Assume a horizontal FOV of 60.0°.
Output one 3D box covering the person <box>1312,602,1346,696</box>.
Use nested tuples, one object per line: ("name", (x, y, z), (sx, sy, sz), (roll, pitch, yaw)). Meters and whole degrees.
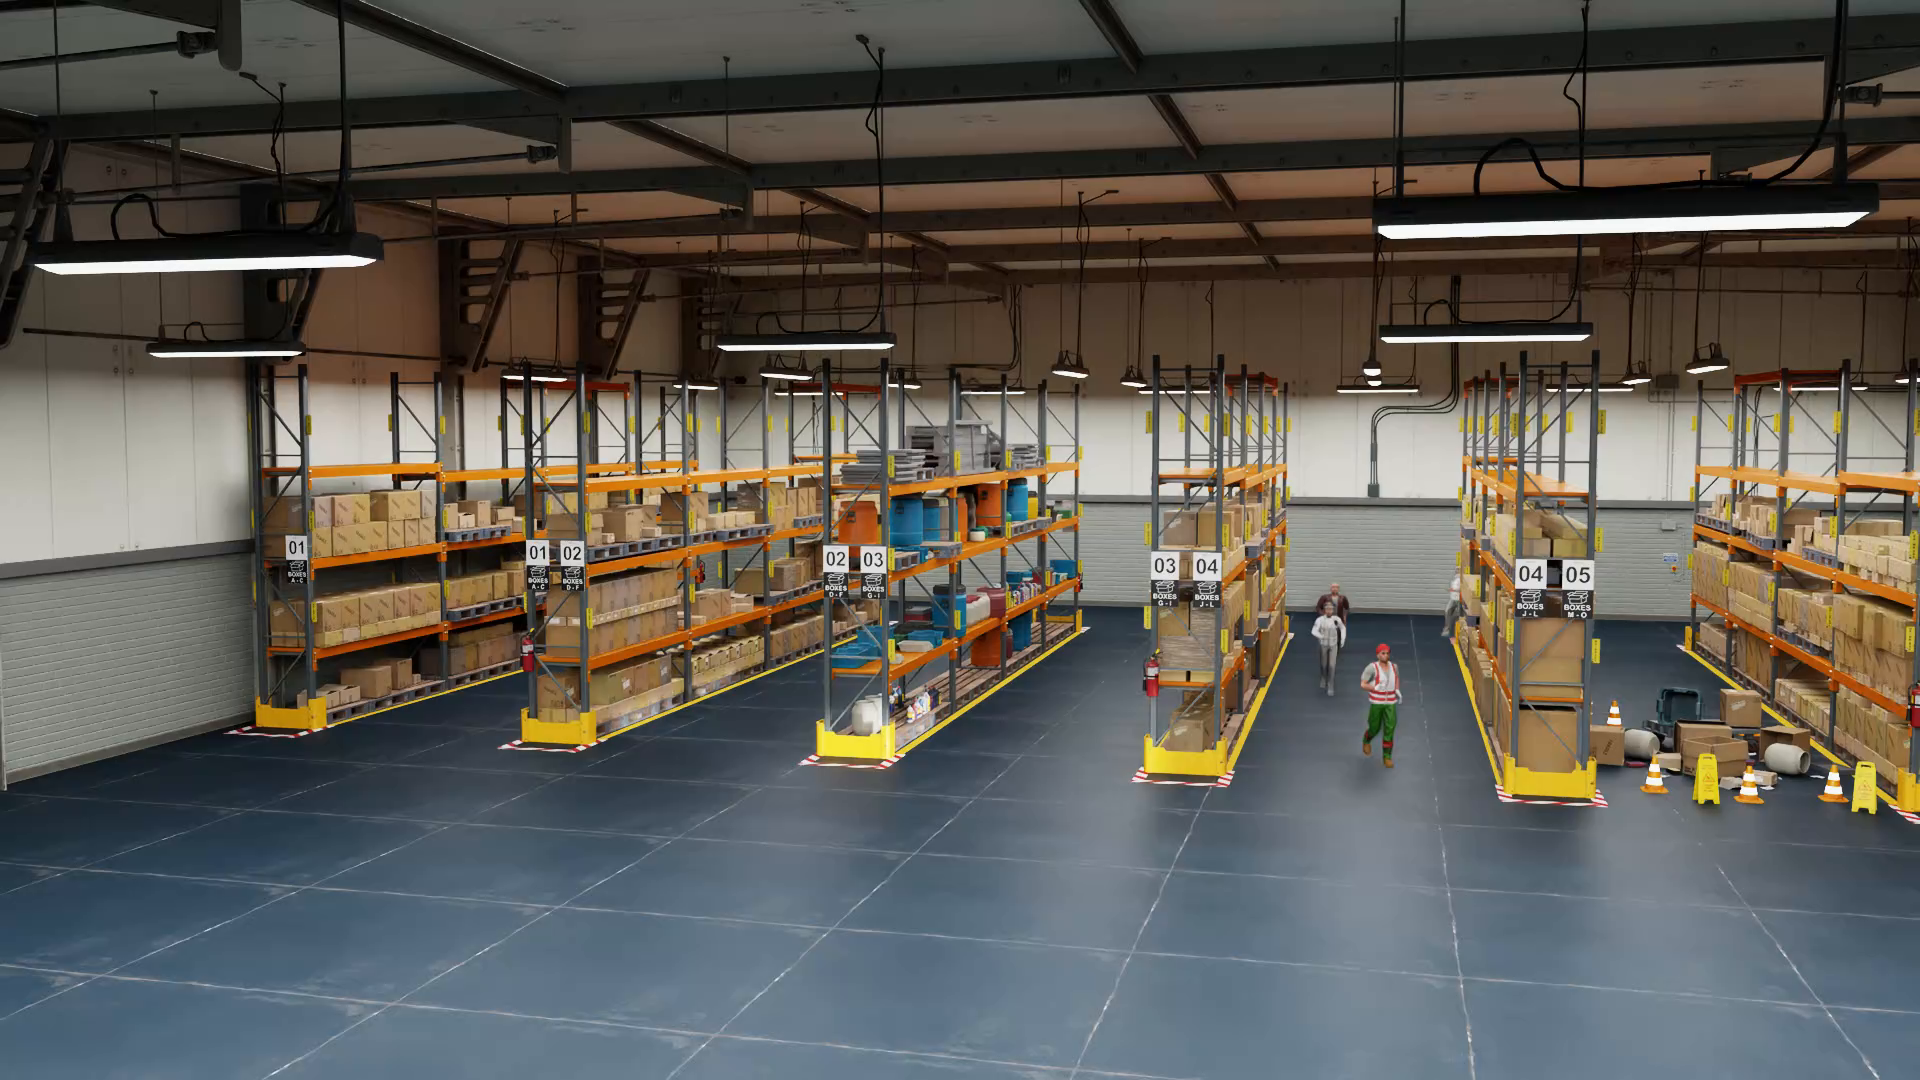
("person", (6.918, 2.005, 31.202), (0.633, 1.722, 0.827), (1, 4, 10))

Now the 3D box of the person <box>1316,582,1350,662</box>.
("person", (7.766, 1.748, 34.576), (0.688, 1.732, 0.626), (0, 4, 5))

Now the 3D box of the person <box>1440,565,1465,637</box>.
("person", (11.839, 1.427, 39.326), (0.865, 1.817, 0.663), (-1, 4, -7))

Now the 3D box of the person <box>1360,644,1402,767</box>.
("person", (6.204, 2.406, 24.517), (0.668, 1.770, 0.908), (-1, 4, -8))
